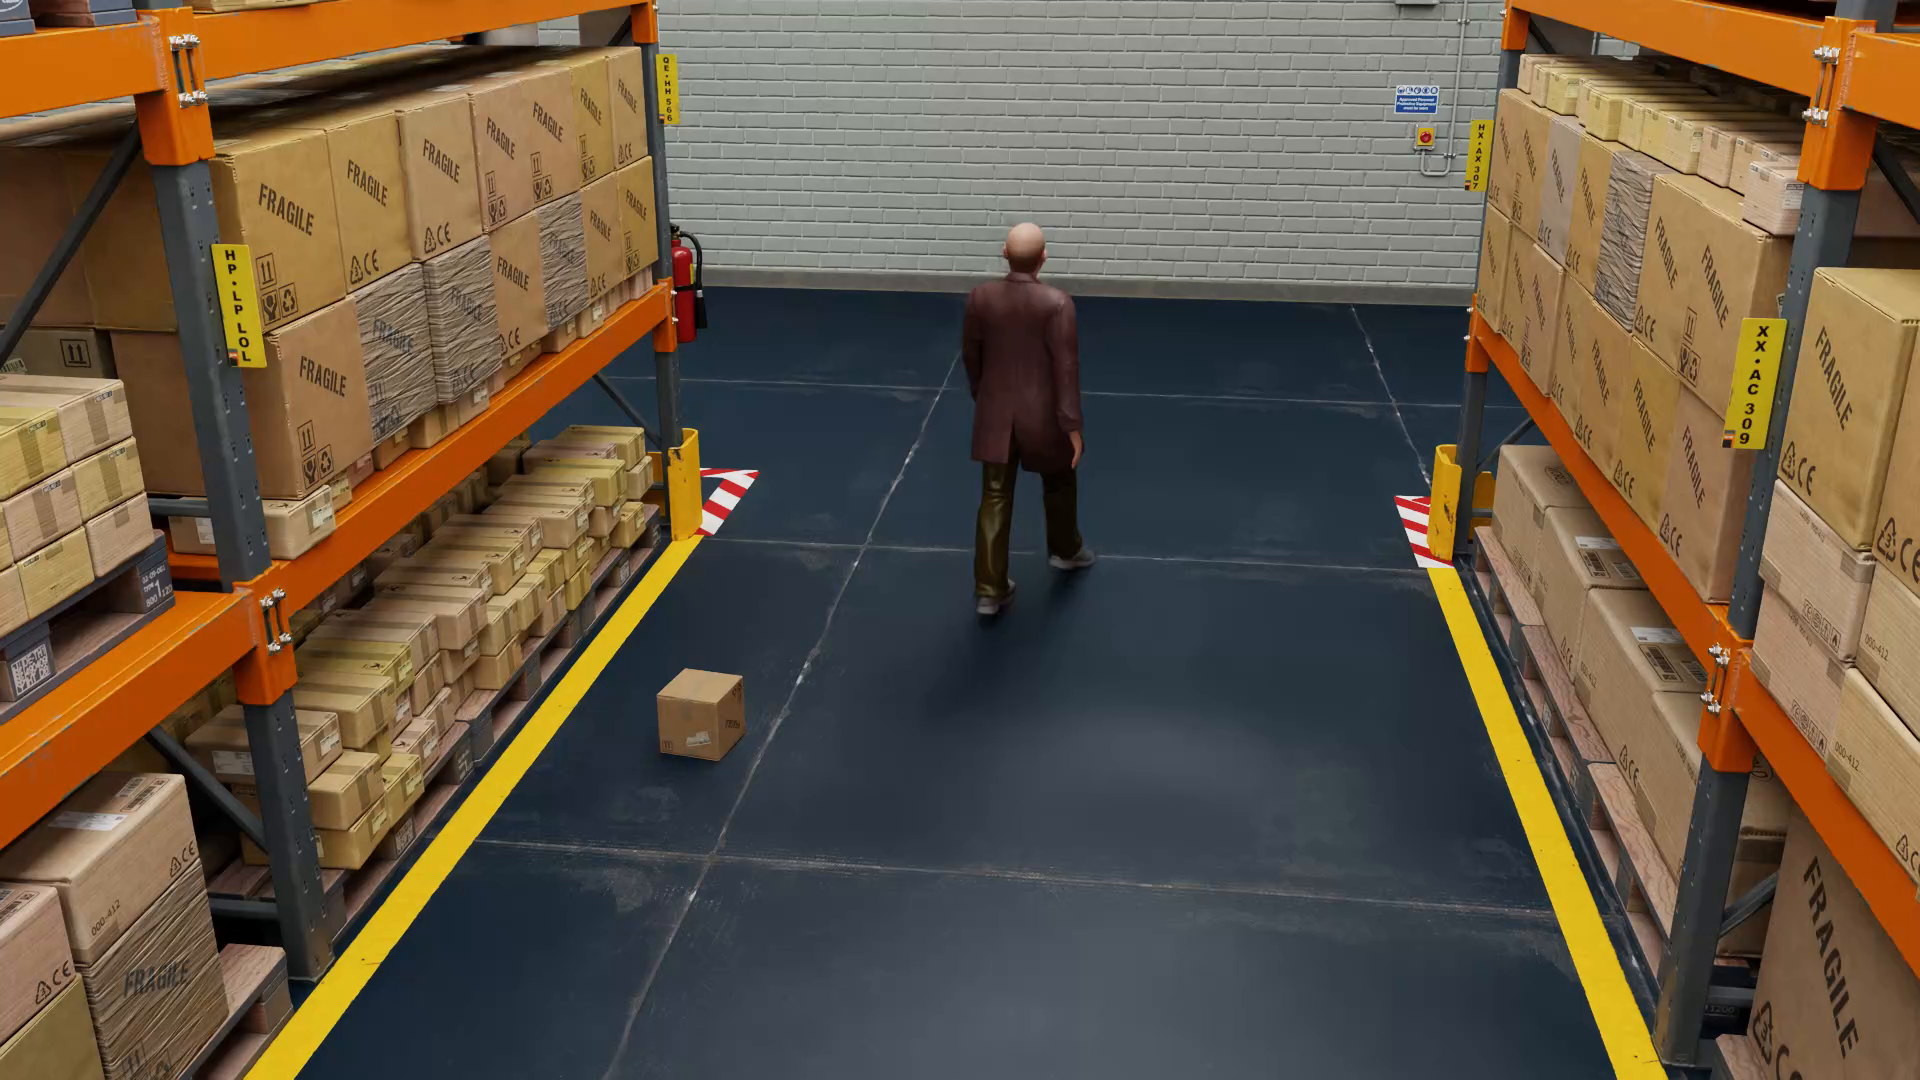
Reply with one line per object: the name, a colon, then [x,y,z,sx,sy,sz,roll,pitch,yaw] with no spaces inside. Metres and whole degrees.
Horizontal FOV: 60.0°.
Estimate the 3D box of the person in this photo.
person: [0.318,-0.591,7.629,0.621,1.763,0.976,6,22,16]
